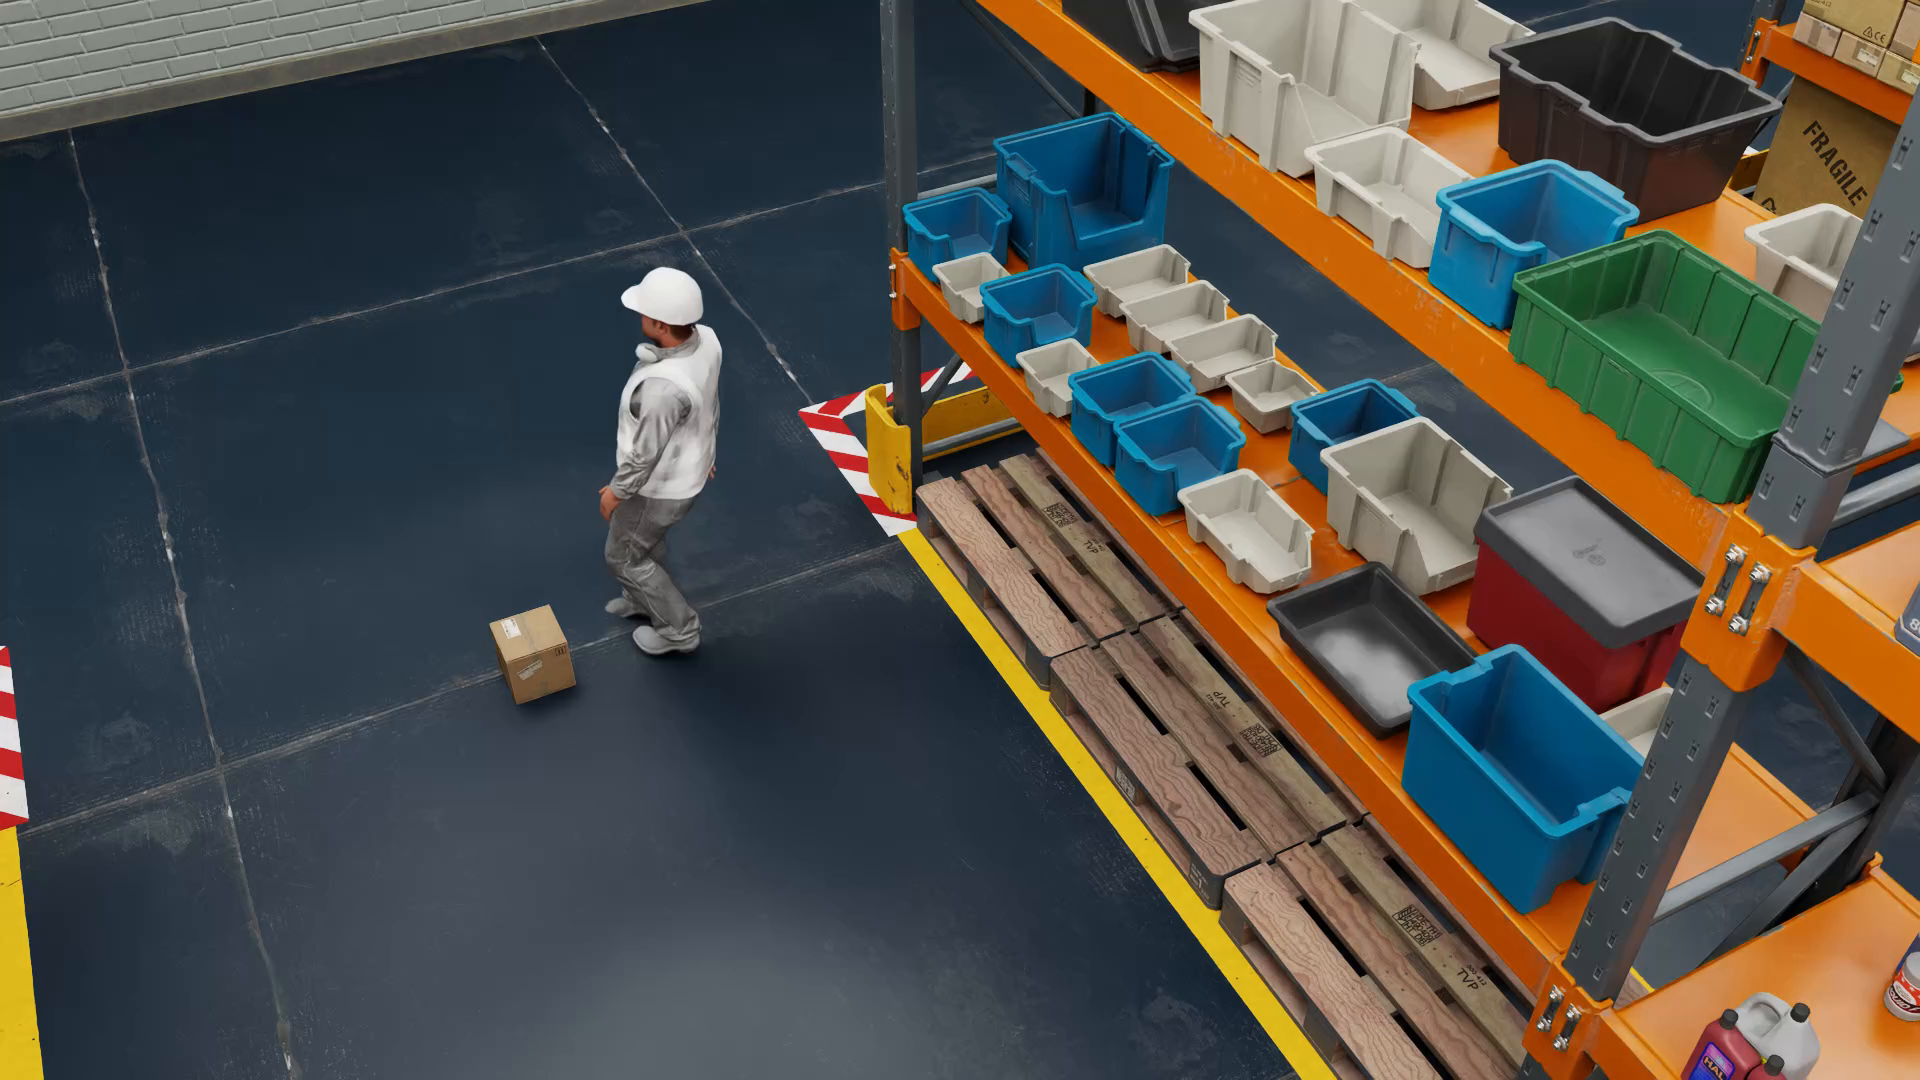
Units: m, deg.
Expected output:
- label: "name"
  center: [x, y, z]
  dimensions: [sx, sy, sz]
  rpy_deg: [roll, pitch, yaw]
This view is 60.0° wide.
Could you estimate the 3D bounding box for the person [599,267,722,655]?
- label: "person"
  center: [-1.244, -0.267, 6.490]
  dimensions: [0.650, 1.813, 0.588]
  rpy_deg: [7, 41, 8]
